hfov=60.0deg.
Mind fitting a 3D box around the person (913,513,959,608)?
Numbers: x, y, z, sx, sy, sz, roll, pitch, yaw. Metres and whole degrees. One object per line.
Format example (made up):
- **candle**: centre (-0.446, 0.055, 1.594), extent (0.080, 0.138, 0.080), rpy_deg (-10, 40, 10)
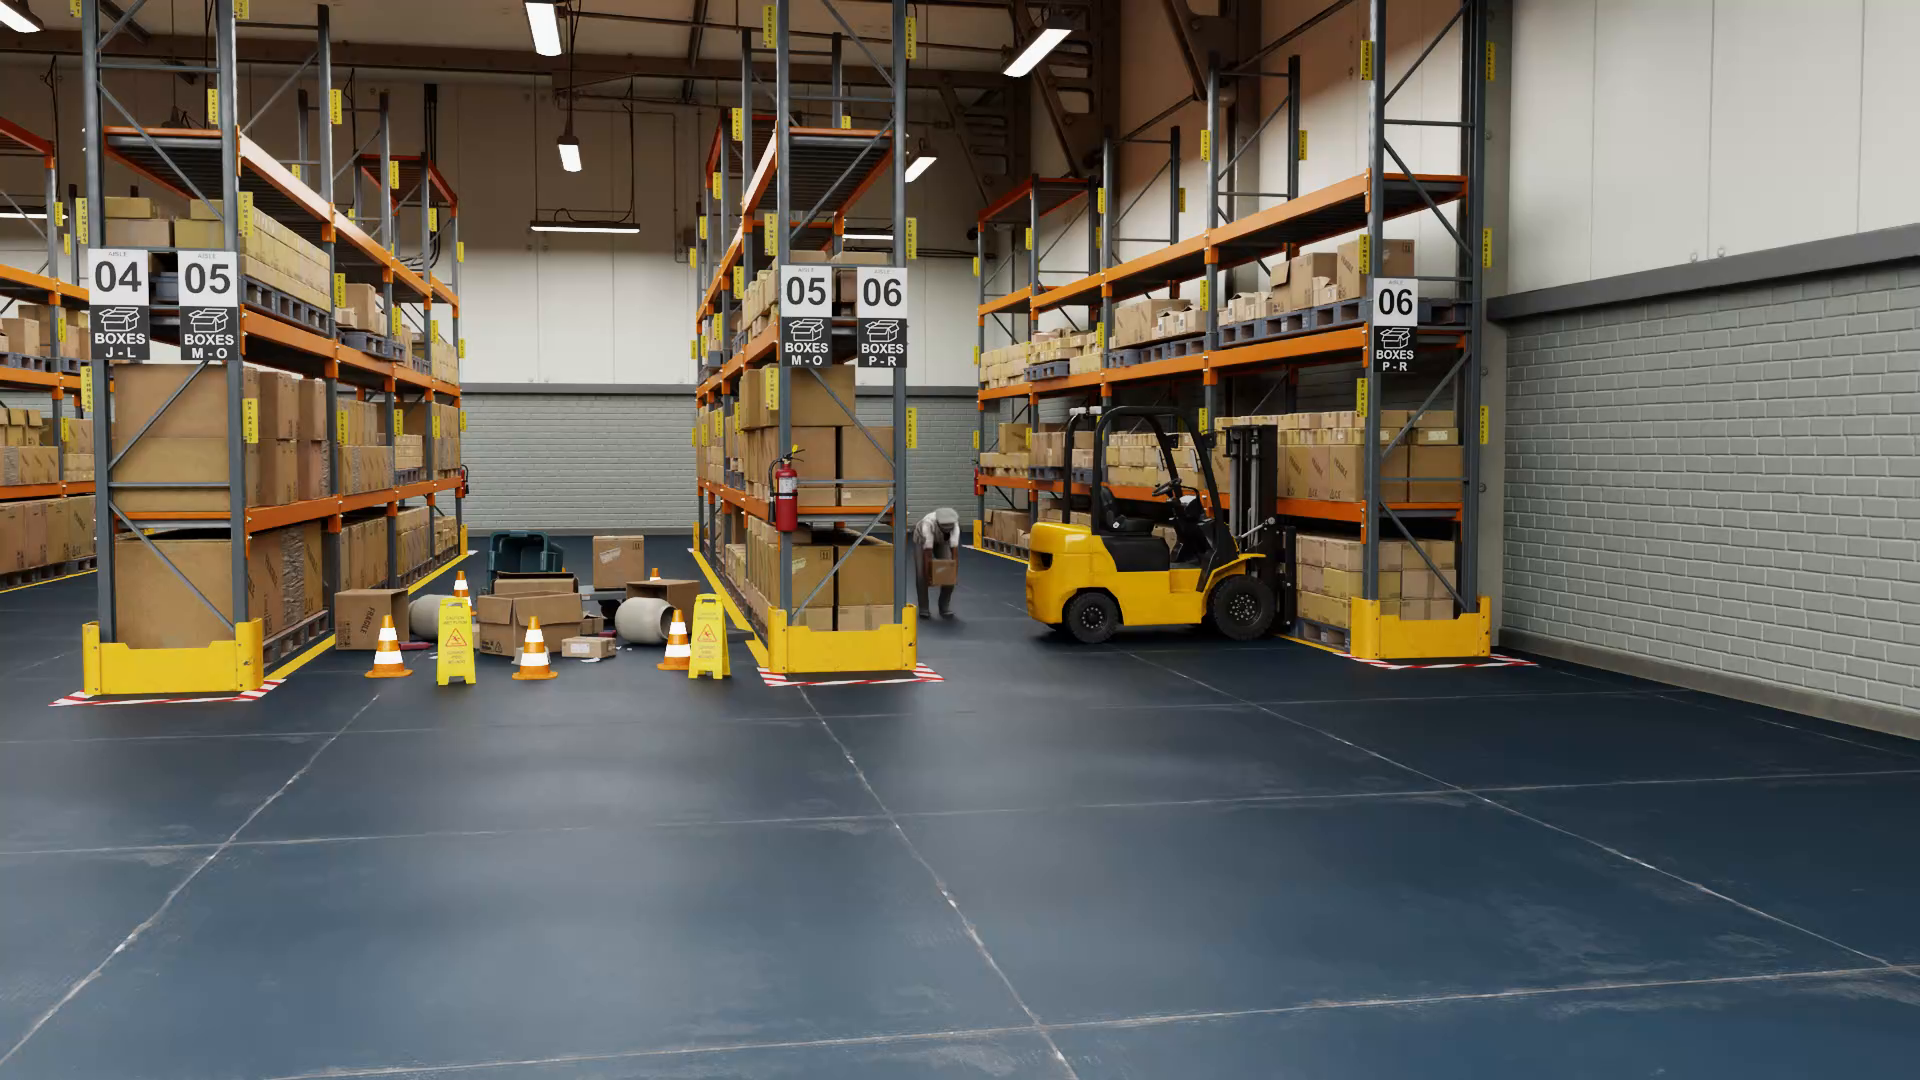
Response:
- **person**: centre (-0.265, 0.232, 17.698), extent (0.440, 1.001, 0.638), rpy_deg (-1, 3, -14)
